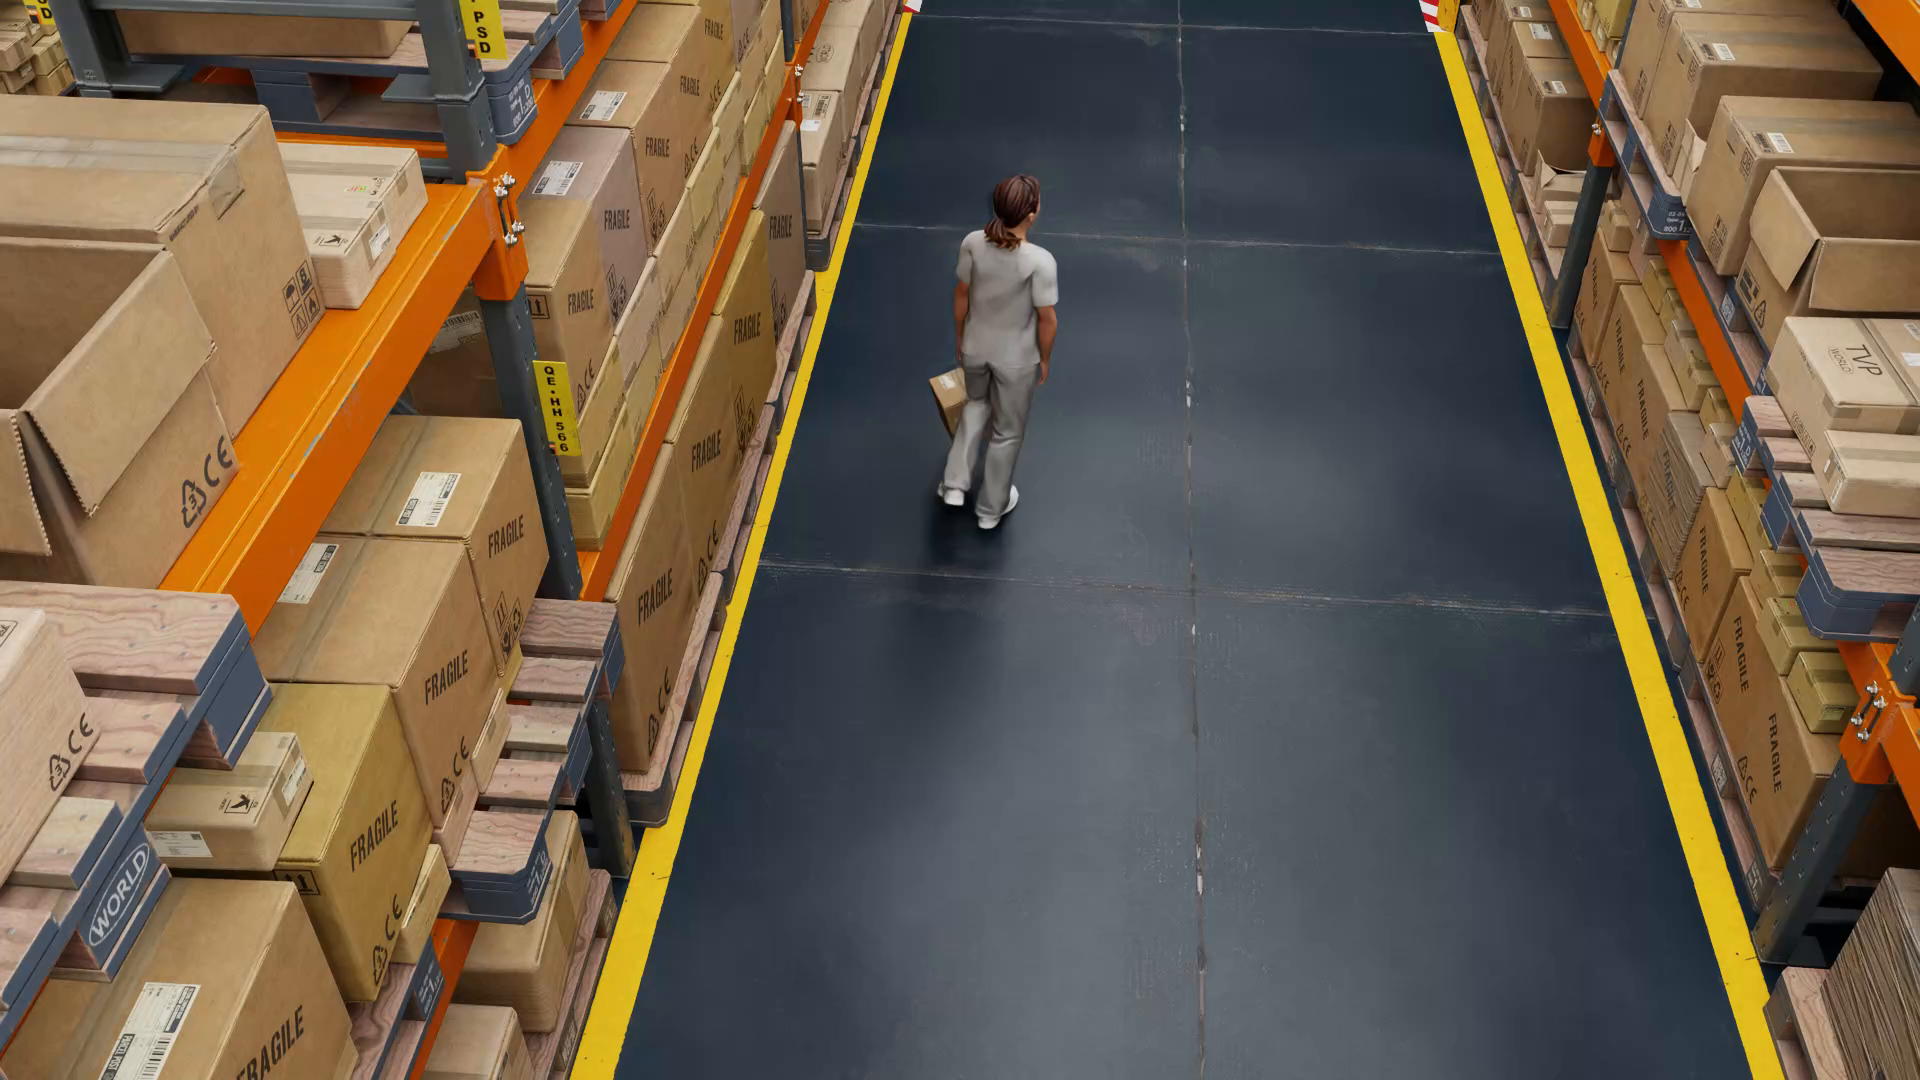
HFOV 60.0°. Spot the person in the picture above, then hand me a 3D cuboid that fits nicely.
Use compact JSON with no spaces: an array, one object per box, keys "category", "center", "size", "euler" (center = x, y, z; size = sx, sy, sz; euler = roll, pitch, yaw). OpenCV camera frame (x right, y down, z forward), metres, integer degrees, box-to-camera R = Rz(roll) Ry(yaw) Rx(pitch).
[{"category":"person","center":[0.147,-0.748,7.038],"size":[0.503,1.669,0.483],"euler":[20,44,22]}]
